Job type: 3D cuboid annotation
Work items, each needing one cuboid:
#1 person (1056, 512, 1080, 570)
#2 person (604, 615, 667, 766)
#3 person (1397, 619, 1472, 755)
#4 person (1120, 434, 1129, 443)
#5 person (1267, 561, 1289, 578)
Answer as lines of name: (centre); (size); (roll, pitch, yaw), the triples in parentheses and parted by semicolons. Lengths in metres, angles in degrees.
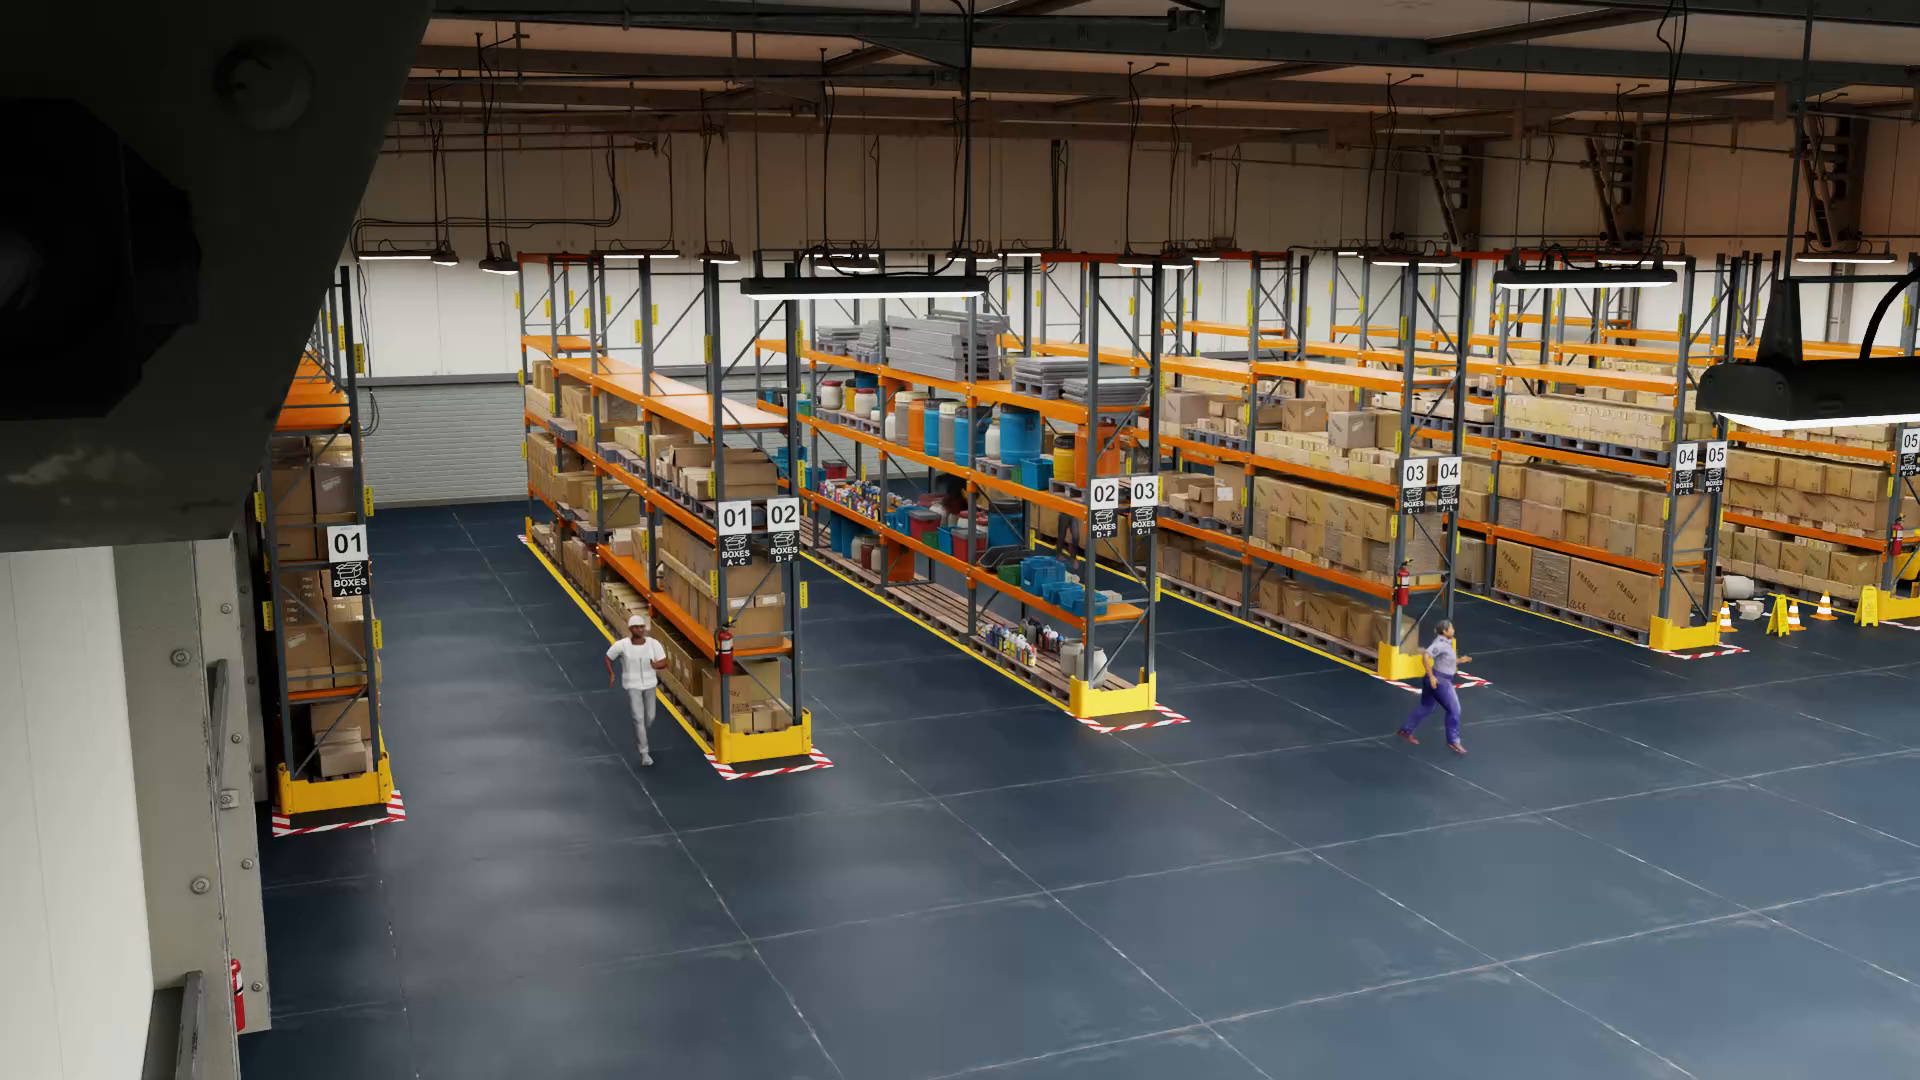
person: (2.019, -0.325, 30.910); (0.566, 1.748, 0.713); (-5, 11, -25)
person: (-3.889, 1.791, 20.227); (0.709, 1.736, 0.936); (-5, 12, -26)
person: (5.878, 1.813, 20.561); (0.855, 1.676, 0.580); (1, 10, 5)
person: (3.913, -1.874, 40.783); (0.622, 1.658, 0.806); (9, 14, 41)
person: (5.956, -0.014, 30.684); (0.558, 1.650, 0.727); (-5, 12, -27)
